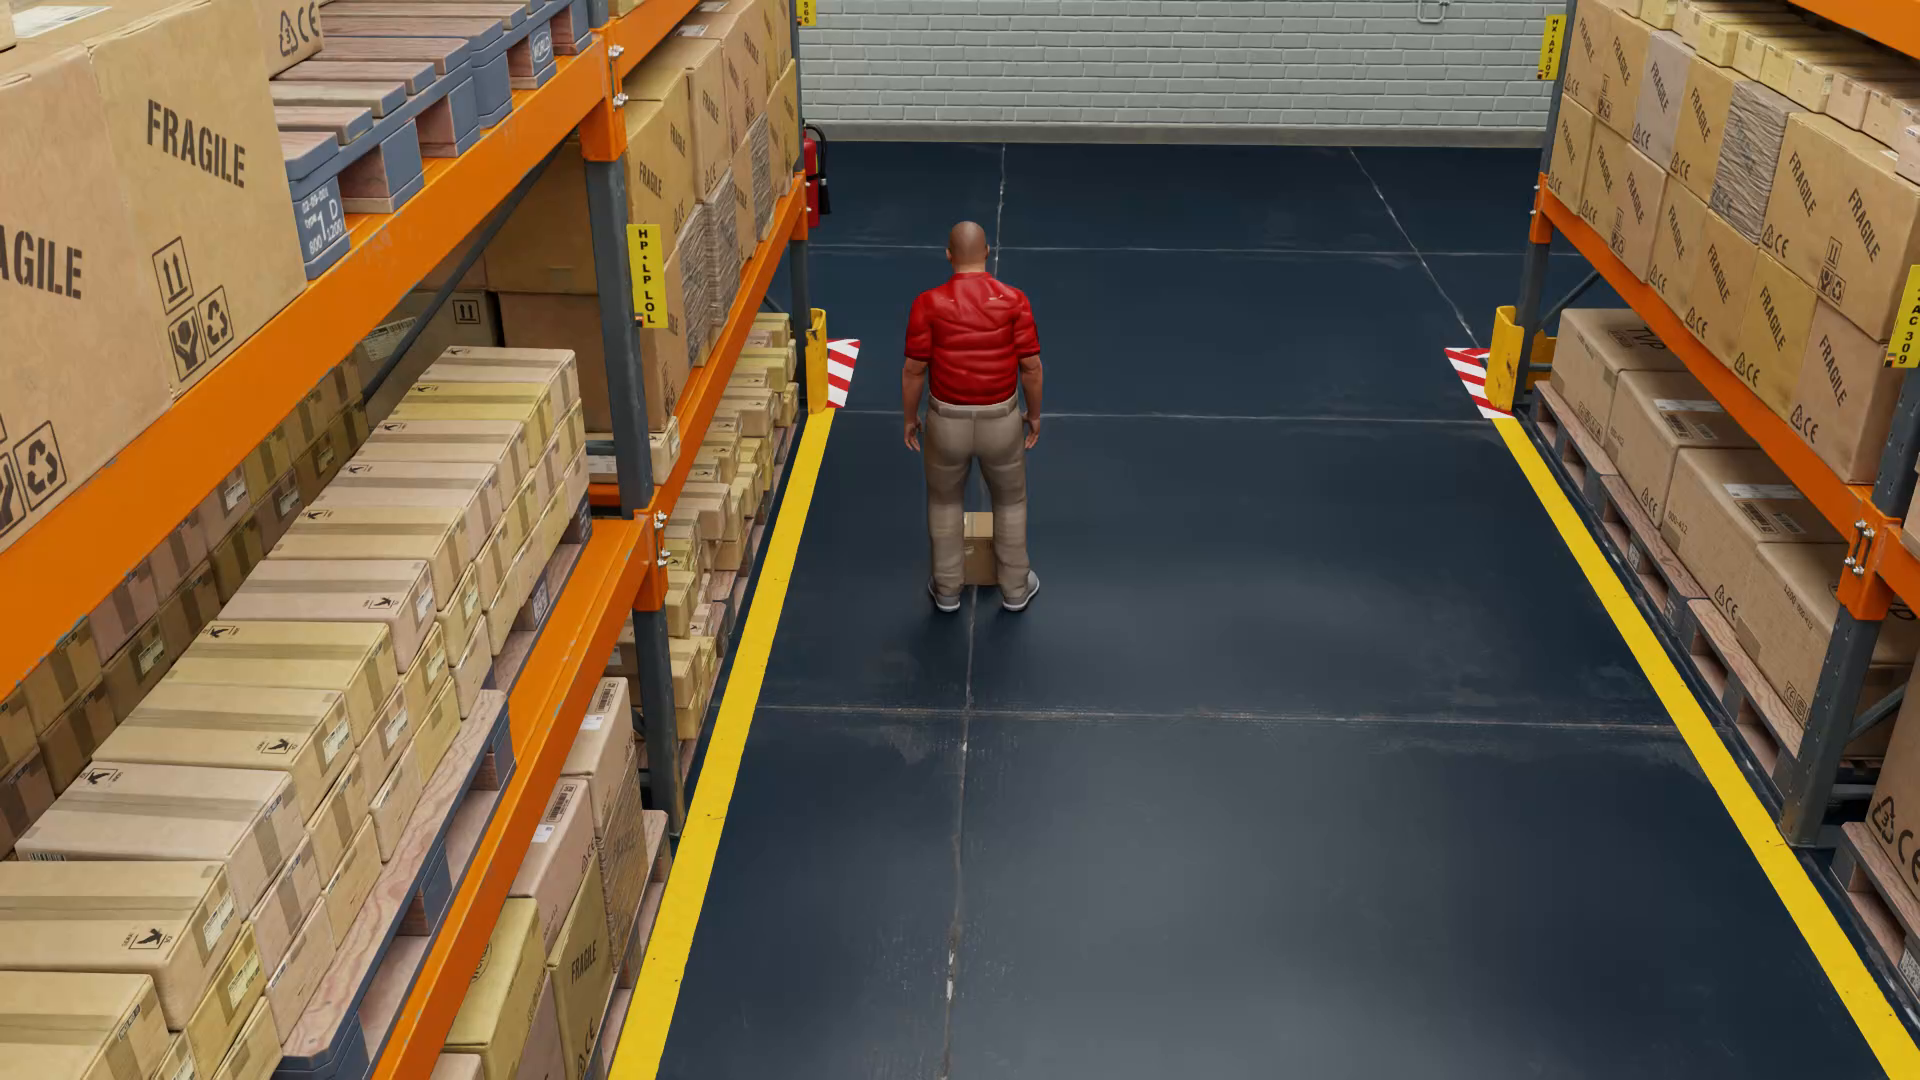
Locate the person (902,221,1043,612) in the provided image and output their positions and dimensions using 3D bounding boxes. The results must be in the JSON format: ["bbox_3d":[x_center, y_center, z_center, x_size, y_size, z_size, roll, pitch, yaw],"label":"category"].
[{"bbox_3d":[0.059,-0.498,7.079,0.606,1.728,0.387,-1,28,-1],"label":"person"}]
